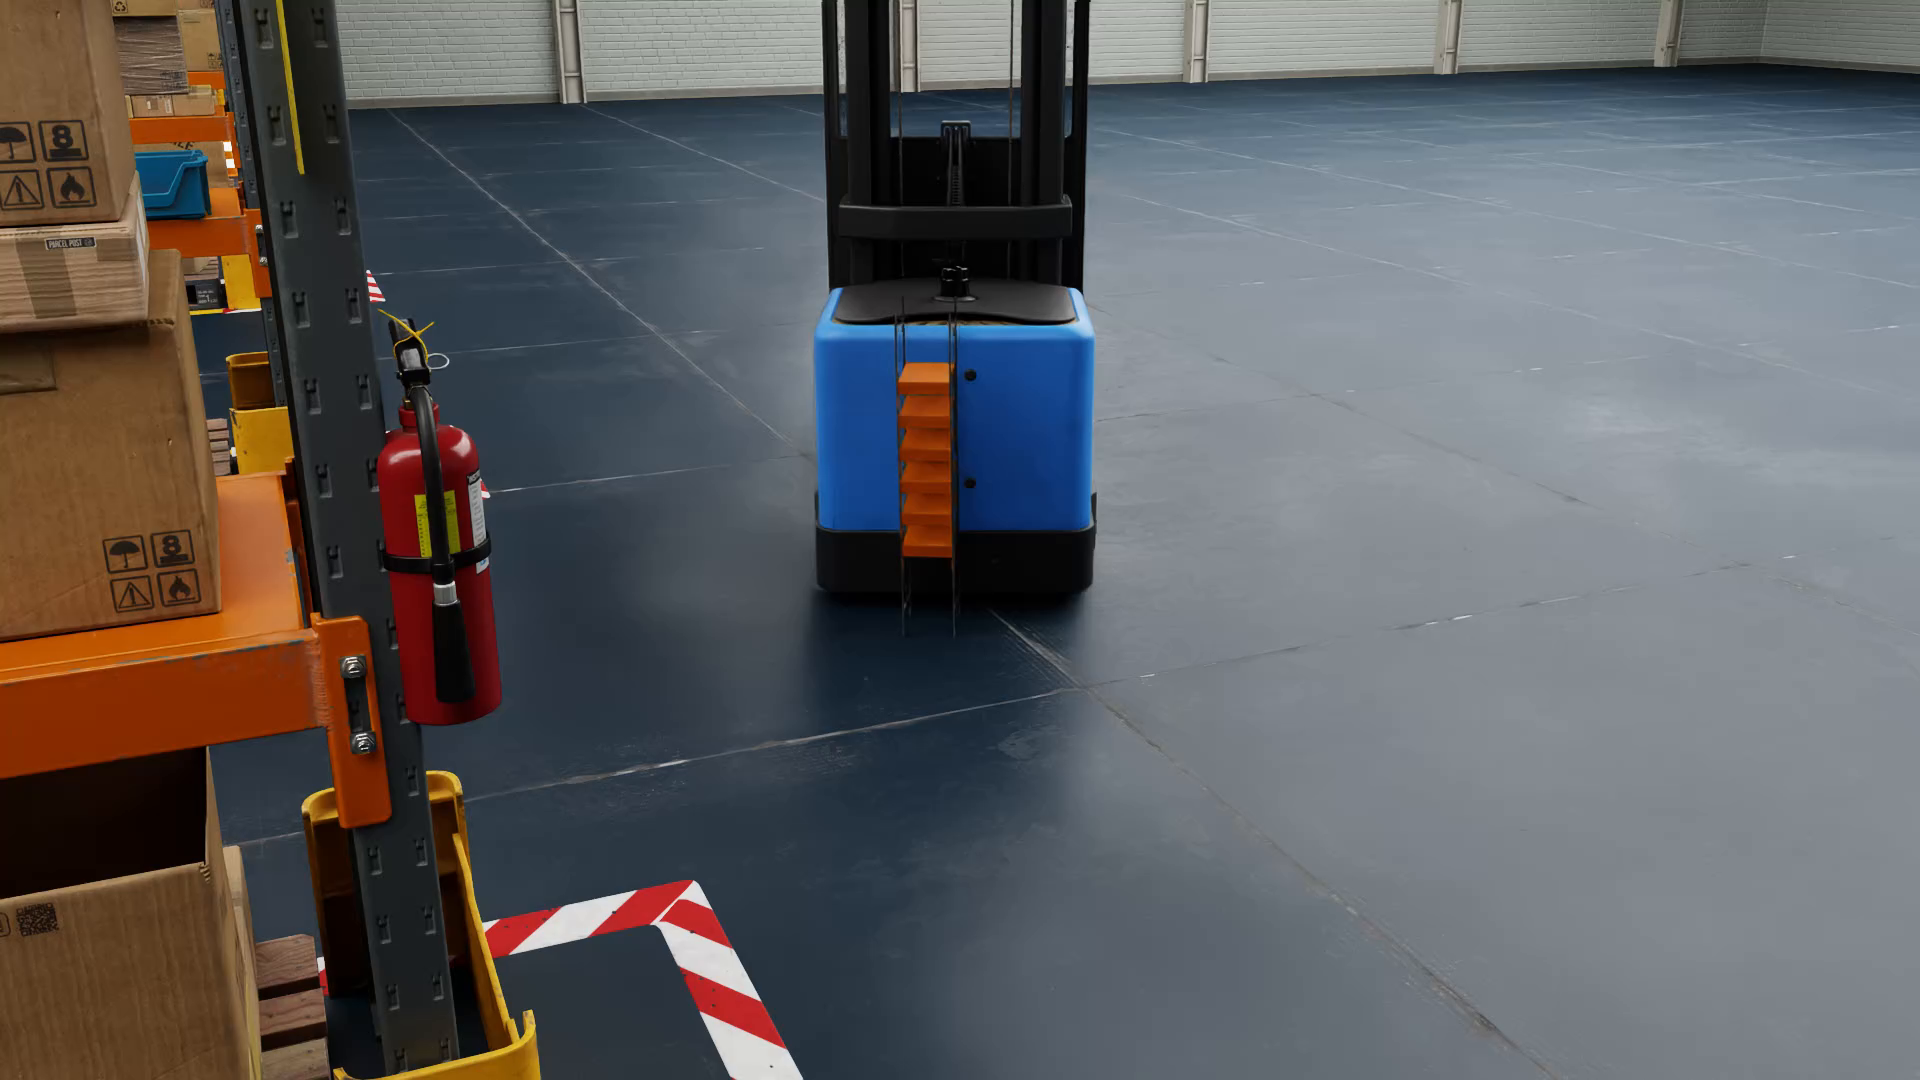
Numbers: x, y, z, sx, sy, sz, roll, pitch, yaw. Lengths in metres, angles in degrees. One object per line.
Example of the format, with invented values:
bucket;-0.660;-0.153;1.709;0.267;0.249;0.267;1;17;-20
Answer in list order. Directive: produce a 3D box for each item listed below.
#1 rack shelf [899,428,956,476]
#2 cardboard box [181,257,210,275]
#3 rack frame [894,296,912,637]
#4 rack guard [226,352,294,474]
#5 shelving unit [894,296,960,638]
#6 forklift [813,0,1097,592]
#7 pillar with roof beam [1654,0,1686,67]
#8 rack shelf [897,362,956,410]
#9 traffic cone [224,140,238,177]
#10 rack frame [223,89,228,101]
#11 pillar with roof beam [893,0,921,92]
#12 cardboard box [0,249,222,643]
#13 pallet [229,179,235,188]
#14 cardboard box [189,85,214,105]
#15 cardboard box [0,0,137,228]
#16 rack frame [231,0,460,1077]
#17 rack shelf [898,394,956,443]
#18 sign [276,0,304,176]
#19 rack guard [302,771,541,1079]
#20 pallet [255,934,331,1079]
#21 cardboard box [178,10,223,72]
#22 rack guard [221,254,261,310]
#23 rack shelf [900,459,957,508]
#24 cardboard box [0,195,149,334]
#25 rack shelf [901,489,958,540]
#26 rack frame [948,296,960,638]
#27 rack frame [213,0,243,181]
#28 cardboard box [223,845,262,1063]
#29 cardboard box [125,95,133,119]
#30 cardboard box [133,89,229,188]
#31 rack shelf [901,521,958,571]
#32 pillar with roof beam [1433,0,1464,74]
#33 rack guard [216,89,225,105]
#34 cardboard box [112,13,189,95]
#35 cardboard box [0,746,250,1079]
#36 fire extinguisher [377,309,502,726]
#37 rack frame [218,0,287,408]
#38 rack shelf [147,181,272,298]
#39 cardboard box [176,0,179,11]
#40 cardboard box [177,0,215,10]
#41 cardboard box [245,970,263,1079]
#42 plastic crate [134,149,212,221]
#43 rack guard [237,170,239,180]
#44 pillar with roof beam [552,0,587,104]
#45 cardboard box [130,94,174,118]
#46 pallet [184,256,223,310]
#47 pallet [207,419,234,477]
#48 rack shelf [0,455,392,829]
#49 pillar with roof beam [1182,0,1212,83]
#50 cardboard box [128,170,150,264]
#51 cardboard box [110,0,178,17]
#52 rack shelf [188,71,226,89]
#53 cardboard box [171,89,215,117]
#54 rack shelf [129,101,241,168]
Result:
rack shelf;-0.111;-0.318;5.869;0.180;0.103;0.258;1;22;5
cardboard box;-5.659;-2.161;11.773;0.500;0.500;0.500;-4;20;-12
rack frame;-0.201;-0.250;5.906;0.006;1.200;0.240;1;22;5
rack guard;-3.168;-0.505;7.703;0.348;0.500;1.175;-8;21;-22
shelving unit;-0.110;-0.248;5.898;0.189;1.200;0.258;1;22;5
forklift;-0.017;-1.622;7.214;1.130;2.935;3.031;0;19;0
pillar with roof beam;17.281;-13.401;31.531;0.400;9.000;9.100;-8;21;-22
rack shelf;-0.113;-0.540;5.778;0.180;0.103;0.258;1;22;5
traffic cone;-8.136;-4.300;18.539;0.334;0.463;0.336;-8;21;-22
rack frame;-9.004;-6.241;20.230;0.127;3.000;1.000;-8;21;-22
pillar with roof beam;0.754;-11.033;24.806;0.400;9.000;9.100;-8;21;-22
cardboard box;-1.592;-0.187;2.886;0.500;0.500;0.700;-8;21;-22
pallet;-7.654;-3.300;16.077;1.213;0.211;1.003;-8;21;-22
cardboard box;-5.435;-3.135;11.788;0.250;0.149;0.380;-8;21;-22
cardboard box;-1.641;-0.792;2.650;0.500;0.500;0.700;-8;21;-22
rack frame;-1.158;-0.197;3.066;0.127;3.000;1.000;-8;21;-22
rack shelf;-0.112;-0.429;5.824;0.180;0.103;0.258;1;22;5
sign;-0.956;-0.688;2.359;0.005;0.325;0.100;-8;21;-22
rack guard;-1.136;0.979;3.490;0.348;0.500;1.175;-8;21;-22
pallet;-1.844;1.231;3.207;1.213;0.211;1.003;-8;21;-22
cardboard box;-7.273;-4.753;15.777;0.550;0.550;0.875;-8;21;-22
rack guard;-5.149;-2.030;12.033;0.348;0.500;1.175;-8;21;-22
rack shelf;-0.109;-0.207;5.915;0.180;0.103;0.258;1;22;5
cardboard box;-1.434;-0.442;2.633;0.250;0.149;0.380;-9;21;-23
rack shelf;-0.108;-0.096;5.961;0.180;0.103;0.258;1;22;5
rack frame;-0.018;-0.246;5.890;0.006;1.200;0.240;1;22;5
rack frame;-5.079;-3.219;11.647;0.127;3.000;1.000;-8;21;-22
cardboard box;-1.739;0.904;3.445;0.500;0.250;0.500;-8;21;-22
cardboard box;-5.698;-2.918;11.172;0.250;0.149;0.380;-8;21;-22
cardboard box;-7.547;-3.831;15.953;0.875;0.875;0.875;-8;21;-22
rack shelf;-0.106;0.015;6.006;0.180;0.103;0.258;1;22;5
pillar with roof beam;11.772;-12.611;29.290;0.400;9.000;9.100;-8;21;-22
rack guard;-10.952;-6.578;24.951;0.348;0.500;1.175;-8;21;-22
cardboard box;-5.595;-3.342;11.399;0.500;0.500;0.875;-8;21;-22
cardboard box;-1.533;0.709;2.870;0.500;0.500;0.500;-8;21;-22
fire extinguisher;-0.866;-0.035;2.720;0.183;0.674;0.296;-8;21;-22
rack frame;-3.117;-1.708;7.357;0.127;3.000;1.000;-8;21;-22
rack shelf;-4.953;-1.106;6.729;4.000;0.370;1.077;-8;21;-22
cardboard box;-5.692;-3.888;11.445;0.500;0.500;0.500;-8;21;-22
cardboard box;-7.307;-5.288;15.671;0.550;0.550;0.875;-8;21;-22
cardboard box;-1.534;1.062;2.996;0.500;0.250;0.500;-8;21;-22
plastic crate;-3.458;-1.481;6.936;0.616;0.251;0.499;-8;21;-22
rack guard;-6.929;-3.569;16.404;0.348;0.500;1.175;-8;21;-22
pillar with roof beam;-4.756;-10.243;22.565;0.400;9.000;9.100;-8;21;-22
cardboard box;-5.489;-2.967;11.310;0.250;0.149;0.380;-8;21;-22
pallet;-5.909;-1.797;11.809;1.213;0.211;1.003;-8;21;-22
pallet;-3.916;-0.263;7.452;1.213;0.211;1.003;-8;21;-22
rack shelf;-2.995;0.405;2.438;4.000;0.370;1.077;-8;21;-22
pillar with roof beam;6.263;-11.822;27.048;0.400;9.000;9.100;-8;21;-22
cardboard box;-1.604;-0.564;2.981;0.250;0.149;0.380;-8;21;-22
cardboard box;-5.486;-3.730;10.995;0.500;0.500;0.500;-8;21;-22
rack shelf;-8.787;-4.142;15.352;4.000;0.370;1.077;-8;21;-22
cardboard box;-5.259;-3.000;11.403;0.250;0.149;0.380;-8;21;-22
rack shelf;-6.915;-2.616;11.019;4.000;0.370;1.077;-8;21;-22
